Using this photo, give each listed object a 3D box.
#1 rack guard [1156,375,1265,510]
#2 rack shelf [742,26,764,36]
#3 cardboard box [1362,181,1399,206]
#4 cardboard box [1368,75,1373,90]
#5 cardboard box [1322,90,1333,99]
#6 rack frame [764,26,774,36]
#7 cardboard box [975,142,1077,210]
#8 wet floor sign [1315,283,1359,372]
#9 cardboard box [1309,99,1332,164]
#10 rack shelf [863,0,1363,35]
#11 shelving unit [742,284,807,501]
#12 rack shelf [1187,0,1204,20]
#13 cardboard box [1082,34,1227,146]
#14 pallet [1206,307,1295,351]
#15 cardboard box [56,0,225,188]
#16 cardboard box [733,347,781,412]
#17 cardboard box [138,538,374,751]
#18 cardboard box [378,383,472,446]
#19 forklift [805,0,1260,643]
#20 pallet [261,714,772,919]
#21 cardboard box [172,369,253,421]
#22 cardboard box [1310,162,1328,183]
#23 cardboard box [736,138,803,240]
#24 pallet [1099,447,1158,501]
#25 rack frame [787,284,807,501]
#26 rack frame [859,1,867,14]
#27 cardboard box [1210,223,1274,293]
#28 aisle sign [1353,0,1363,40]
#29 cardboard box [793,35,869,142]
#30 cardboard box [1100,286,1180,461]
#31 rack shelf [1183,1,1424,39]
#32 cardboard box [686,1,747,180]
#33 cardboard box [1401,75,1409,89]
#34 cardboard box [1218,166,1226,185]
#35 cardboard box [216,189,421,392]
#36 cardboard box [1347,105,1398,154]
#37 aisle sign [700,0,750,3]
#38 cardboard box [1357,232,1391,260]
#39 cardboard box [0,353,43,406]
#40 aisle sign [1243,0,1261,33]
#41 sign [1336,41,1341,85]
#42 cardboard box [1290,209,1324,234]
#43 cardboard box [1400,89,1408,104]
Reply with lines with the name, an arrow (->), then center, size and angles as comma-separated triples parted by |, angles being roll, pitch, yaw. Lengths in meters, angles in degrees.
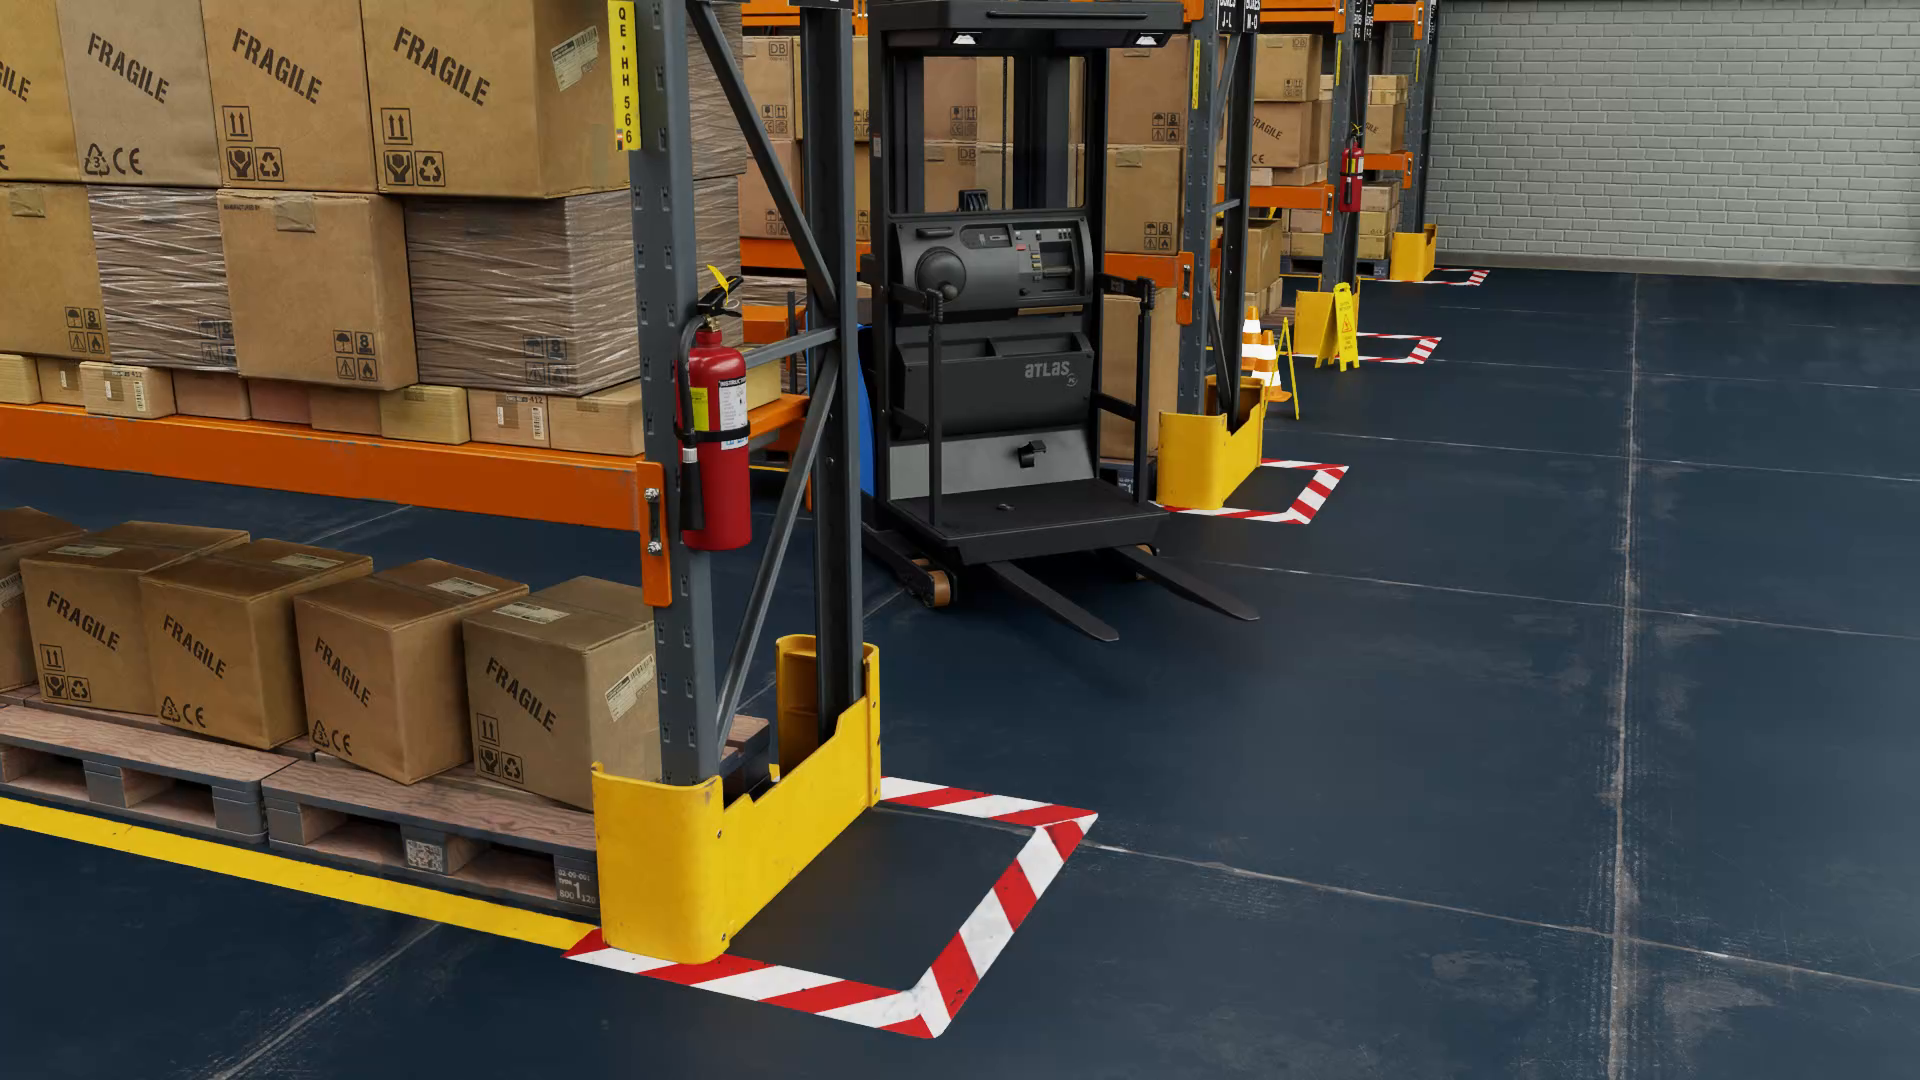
rack guard -> 1.398, -0.559, 9.202 | 0.348, 0.500, 1.175 | 6, 17, 21
rack shelf -> -4.387, -6.462, 20.961 | 4.000, 0.370, 1.077 | 6, 17, 21
cardboard box -> 4.538, -3.803, 18.279 | 0.500, 0.250, 0.500 | 6, 17, 20
cardboard box -> 4.264, -4.845, 17.607 | 0.250, 0.149, 0.380 | 6, 17, 21
cardboard box -> 4.023, -4.727, 17.733 | 0.250, 0.149, 0.380 | 7, 17, 22
rack frame -> -2.526, -5.162, 20.575 | 0.127, 3.000, 1.000 | 6, 17, 21
cardboard box -> 0.494, -1.911, 9.106 | 0.550, 0.550, 0.875 | 6, 17, 21
wet floor sign -> 2.882, -1.628, 12.625 | 0.232, 0.644, 0.267 | 14, 21, 40
cardboard box -> 2.759, -3.367, 13.679 | 0.500, 0.500, 0.500 | 6, 17, 20
rack shelf -> 1.238, -4.356, 13.707 | 4.000, 0.370, 1.077 | 6, 17, 21
shelving unit -> -1.343, -0.819, 8.977 | 1.048, 1.125, 0.538 | 2, 16, 7
rack shelf -> -0.485, -3.061, 9.249 | 4.000, 0.370, 1.077 | 6, 17, 21
cardboard box -> 1.045, -2.400, 8.856 | 0.550, 0.550, 0.875 | 6, 17, 21
pallet -> 2.285, -1.817, 14.053 | 1.213, 0.211, 1.003 | 6, 17, 21
cardboard box -> -2.072, -1.250, 4.594 | 0.500, 0.500, 0.500 | 6, 17, 21
cardboard box -> -0.716, -0.456, 4.815 | 0.250, 0.149, 0.380 | 6, 17, 21
cardboard box -> -2.257, 0.324, 5.409 | 0.500, 0.500, 0.500 | 8, 18, 26
cardboard box -> -1.363, -0.379, 4.548 | 0.250, 0.149, 0.380 | 6, 17, 21
forklift -> 0.245, -1.247, 7.213 | 1.130, 2.935, 3.031 | -7, 18, -22
pallet -> -1.352, 0.753, 5.200 | 1.213, 0.211, 1.003 | 6, 17, 21
cardboard box -> -2.048, -0.464, 4.843 | 0.250, 0.149, 0.380 | 6, 17, 21
cardboard box -> 2.858, -3.024, 13.660 | 0.250, 0.149, 0.380 | 6, 17, 21
cardboard box -> -1.019, -2.072, 9.662 | 0.550, 0.550, 0.875 | 6, 17, 21
pallet -> 0.603, -0.484, 9.463 | 1.213, 0.211, 1.003 | 6, 17, 21
rack frame -> -0.839, -0.801, 8.914 | 0.032, 1.125, 0.500 | 2, 16, 7
rack frame -> -0.623, -3.465, 14.729 | 0.127, 3.000, 1.000 | 6, 17, 21
cardboard box -> 2.257, -2.312, 13.590 | 0.500, 0.500, 0.500 | 6, 17, 21
aisle sign -> 3.049, -4.223, 12.677 | 0.004, 0.787, 0.394 | 6, 17, 21
cardboard box -> -0.513, -2.546, 9.357 | 0.500, 0.550, 0.875 | 6, 17, 21
cardboard box -> 0.721, -0.995, 9.280 | 0.875, 0.875, 0.875 | 6, 17, 21
rack shelf -> 3.055, -5.643, 18.142 | 4.000, 0.370, 1.077 | 6, 17, 21
cardboard box -> -0.950, -1.284, 4.709 | 0.500, 0.500, 0.500 | 6, 17, 21
cardboard box -> 4.682, -4.936, 17.919 | 0.250, 0.149, 0.380 | 6, 17, 20
cardboard box -> 2.165, -2.947, 13.395 | 0.250, 0.149, 0.380 | 6, 17, 20
cardboard box -> -1.549, -0.760, 4.699 | 0.500, 0.500, 0.875 | 6, 17, 21
cardboard box -> 4.362, -4.374, 17.680 | 0.500, 0.500, 0.500 | 6, 17, 19
aisle sign -> -0.591, -1.650, 3.814 | 0.004, 0.787, 0.394 | 6, 17, 21
cardboard box -> 4.363, -3.191, 17.964 | 0.500, 0.250, 0.500 | 6, 17, 21
cardboard box -> -2.769, -0.524, 5.050 | 0.250, 0.149, 0.380 | 6, 17, 21
aisle sign -> 1.552, -3.081, 8.743 | 0.004, 0.787, 0.394 | 6, 17, 21
sign -> 2.876, -3.622, 12.626 | 0.005, 0.325, 0.100 | 6, 17, 21
cardboard box -> 3.886, -3.488, 18.089 | 0.500, 0.250, 0.500 | 6, 17, 20
cardboard box -> 4.695, -4.805, 18.003 | 0.250, 0.149, 0.380 | 6, 17, 19
